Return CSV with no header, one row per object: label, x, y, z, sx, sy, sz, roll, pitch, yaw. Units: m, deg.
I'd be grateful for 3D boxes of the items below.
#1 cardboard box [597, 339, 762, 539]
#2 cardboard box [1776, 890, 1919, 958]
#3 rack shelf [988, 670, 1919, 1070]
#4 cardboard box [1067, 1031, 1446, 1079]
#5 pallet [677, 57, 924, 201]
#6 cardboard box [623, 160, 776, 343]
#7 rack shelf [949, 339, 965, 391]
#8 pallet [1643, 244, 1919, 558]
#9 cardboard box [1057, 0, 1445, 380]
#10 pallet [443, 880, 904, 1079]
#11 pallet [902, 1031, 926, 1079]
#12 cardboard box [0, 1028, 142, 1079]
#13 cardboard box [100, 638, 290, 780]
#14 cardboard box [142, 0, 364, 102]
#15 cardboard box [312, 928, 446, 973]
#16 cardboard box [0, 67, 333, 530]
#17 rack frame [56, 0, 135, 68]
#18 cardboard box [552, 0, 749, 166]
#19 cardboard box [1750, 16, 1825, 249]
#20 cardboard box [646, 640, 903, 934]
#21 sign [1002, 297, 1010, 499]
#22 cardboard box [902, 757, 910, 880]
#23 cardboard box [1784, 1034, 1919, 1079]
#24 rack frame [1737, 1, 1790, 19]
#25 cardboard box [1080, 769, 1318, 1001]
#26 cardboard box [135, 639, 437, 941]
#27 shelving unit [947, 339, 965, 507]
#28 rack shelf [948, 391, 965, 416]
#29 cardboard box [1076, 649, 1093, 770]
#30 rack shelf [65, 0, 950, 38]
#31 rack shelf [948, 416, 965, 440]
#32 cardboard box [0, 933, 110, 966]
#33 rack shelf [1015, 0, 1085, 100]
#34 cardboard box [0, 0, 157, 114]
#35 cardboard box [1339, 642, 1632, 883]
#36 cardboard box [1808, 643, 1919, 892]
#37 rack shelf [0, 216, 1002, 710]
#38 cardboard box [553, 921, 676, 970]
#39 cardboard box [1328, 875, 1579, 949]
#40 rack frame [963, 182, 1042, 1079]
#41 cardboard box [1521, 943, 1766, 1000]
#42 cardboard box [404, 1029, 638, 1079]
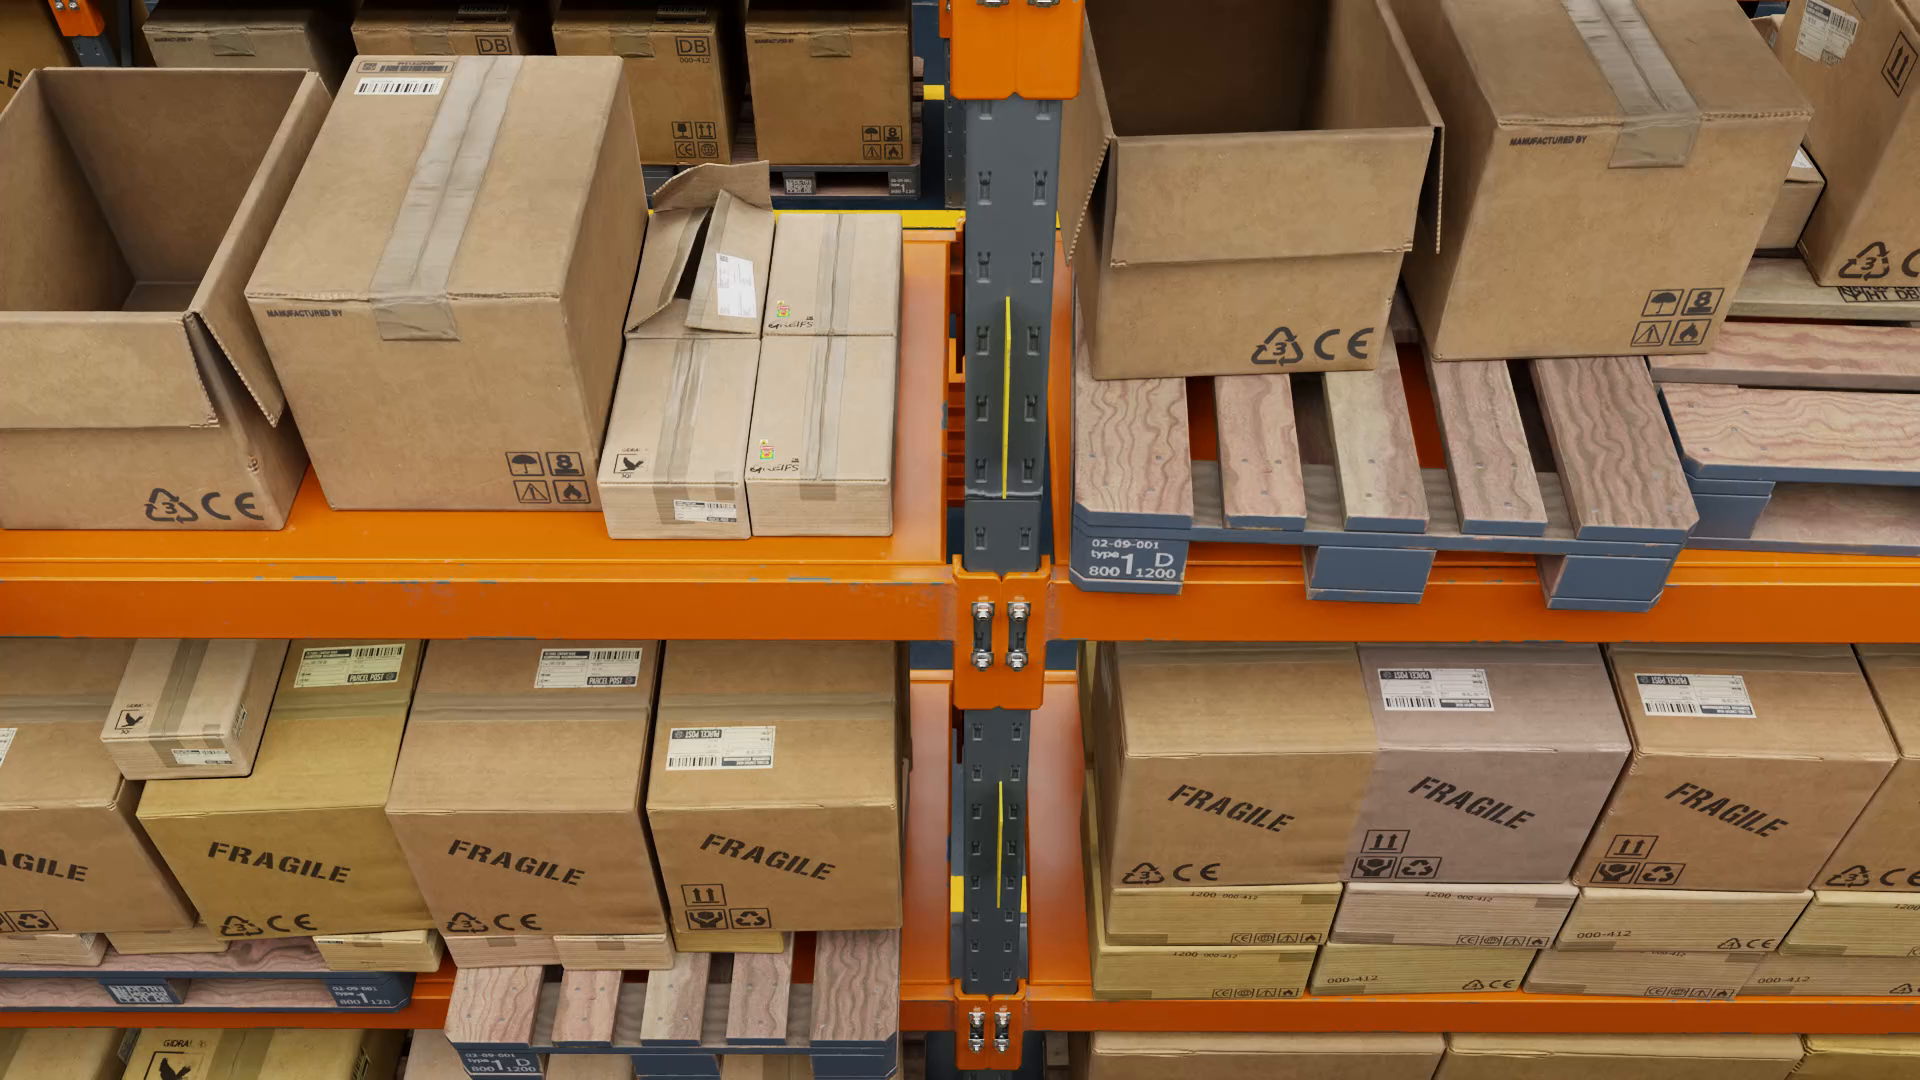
cardboard box,-0.491,-0.187,2.997,0.250,0.149,0.380,0,47,0
cardboard box,2.101,0.678,3.830,0.500,0.250,0.500,1,47,1
rack shelf,2.073,0.842,4.408,4.000,0.370,1.077,0,47,0
cardboard box,0.763,1.235,4.716,0.875,0.875,0.875,0,47,0
pallet,-0.798,-2.139,8.597,1.213,0.211,1.003,0,47,0
cardboard box,-0.497,-0.511,3.219,0.258,0.266,0.396,0,47,0
rack shelf,-0.014,-0.624,6.080,0.180,0.103,0.258,0,47,0
pallet,1.835,-0.402,3.155,1.213,0.211,1.003,2,47,2
cardboard box,0.451,-0.718,2.962,0.637,0.503,0.797,-2,47,-2
pallet,-0.640,0.733,4.149,1.003,0.211,1.213,0,47,0
pallet,-0.708,1.539,5.174,1.213,0.211,1.003,0,47,0
cardboard box,-2.684,1.332,4.969,0.625,0.372,0.950,3,47,3
cardboard box,-1.564,0.294,3.425,0.250,0.149,0.380,-2,47,-2
cardboard box,-3.389,-2.484,8.262,0.750,0.750,1.050,0,47,0
cardboard box,-1.303,0.793,3.848,0.250,0.149,0.380,1,47,1
cardboard box,-1.452,-0.449,2.999,0.637,0.503,0.797,0,47,0
rack frame,-4.010,-3.043,7.533,0.127,3.000,1.000,0,47,0
cardboard box,-1.492,-2.476,8.255,0.750,0.750,1.050,1,47,1
cardboard box,1.452,-0.780,3.182,0.258,0.266,0.396,-1,47,-1
cardboard box,-0.383,0.515,3.663,0.500,0.500,0.500,-1,47,-1
sign,0.069,-0.209,2.493,0.005,0.325,0.100,0,47,0
cardboard box,-0.256,0.706,3.929,0.250,0.149,0.380,2,47,2
cardboard box,2.549,1.244,4.708,0.875,0.875,0.875,1,47,1
rack frame,3.990,-3.021,7.513,0.127,3.000,1.000,0,47,0
cardboard box,0.561,0.828,4.032,0.500,0.250,0.500,-1,47,-1
cardboard box,-1.404,0.522,3.657,0.500,0.500,0.500,-3,47,-3
shelving unit,-0.014,-0.409,6.311,0.189,1.200,0.258,0,47,0
rack shelf,-0.014,-0.542,6.168,0.180,0.103,0.258,0,47,0
cardboard box,0.580,0.454,4.381,0.500,0.250,0.500,-1,47,-1
rack shelf,-2.010,-2.792,7.791,4.000,0.370,1.077,0,47,0
rack shelf,-0.014,-0.460,6.256,0.180,0.103,0.258,0,47,0
cardboard box,-2.072,0.780,3.859,0.250,0.149,0.380,2,47,2
rack shelf,2.073,-1.065,2.359,4.000,0.370,1.077,0,47,0
cardboard box,-4.638,-2.515,8.206,0.875,0.875,0.875,1,47,1
cardboard box,1.061,0.392,3.585,0.500,0.500,0.500,0,47,0
cardboard box,2.083,0.408,3.569,0.500,0.500,0.500,1,47,1
rack shelf,-1.927,-0.191,3.320,4.000,0.370,1.077,0,47,0
cardboard box,-0.776,0.790,3.850,0.250,0.149,0.380,0,47,0
cardboard box,1.096,0.657,3.850,0.500,0.250,0.500,1,47,1
rack frame,0.073,0.592,4.150,0.127,3.000,1.000,0,47,0
cardboard box,1.600,0.822,4.038,0.500,0.250,0.500,2,47,1
cardboard box,-1.230,1.339,4.963,0.625,0.372,0.950,-1,47,-1
